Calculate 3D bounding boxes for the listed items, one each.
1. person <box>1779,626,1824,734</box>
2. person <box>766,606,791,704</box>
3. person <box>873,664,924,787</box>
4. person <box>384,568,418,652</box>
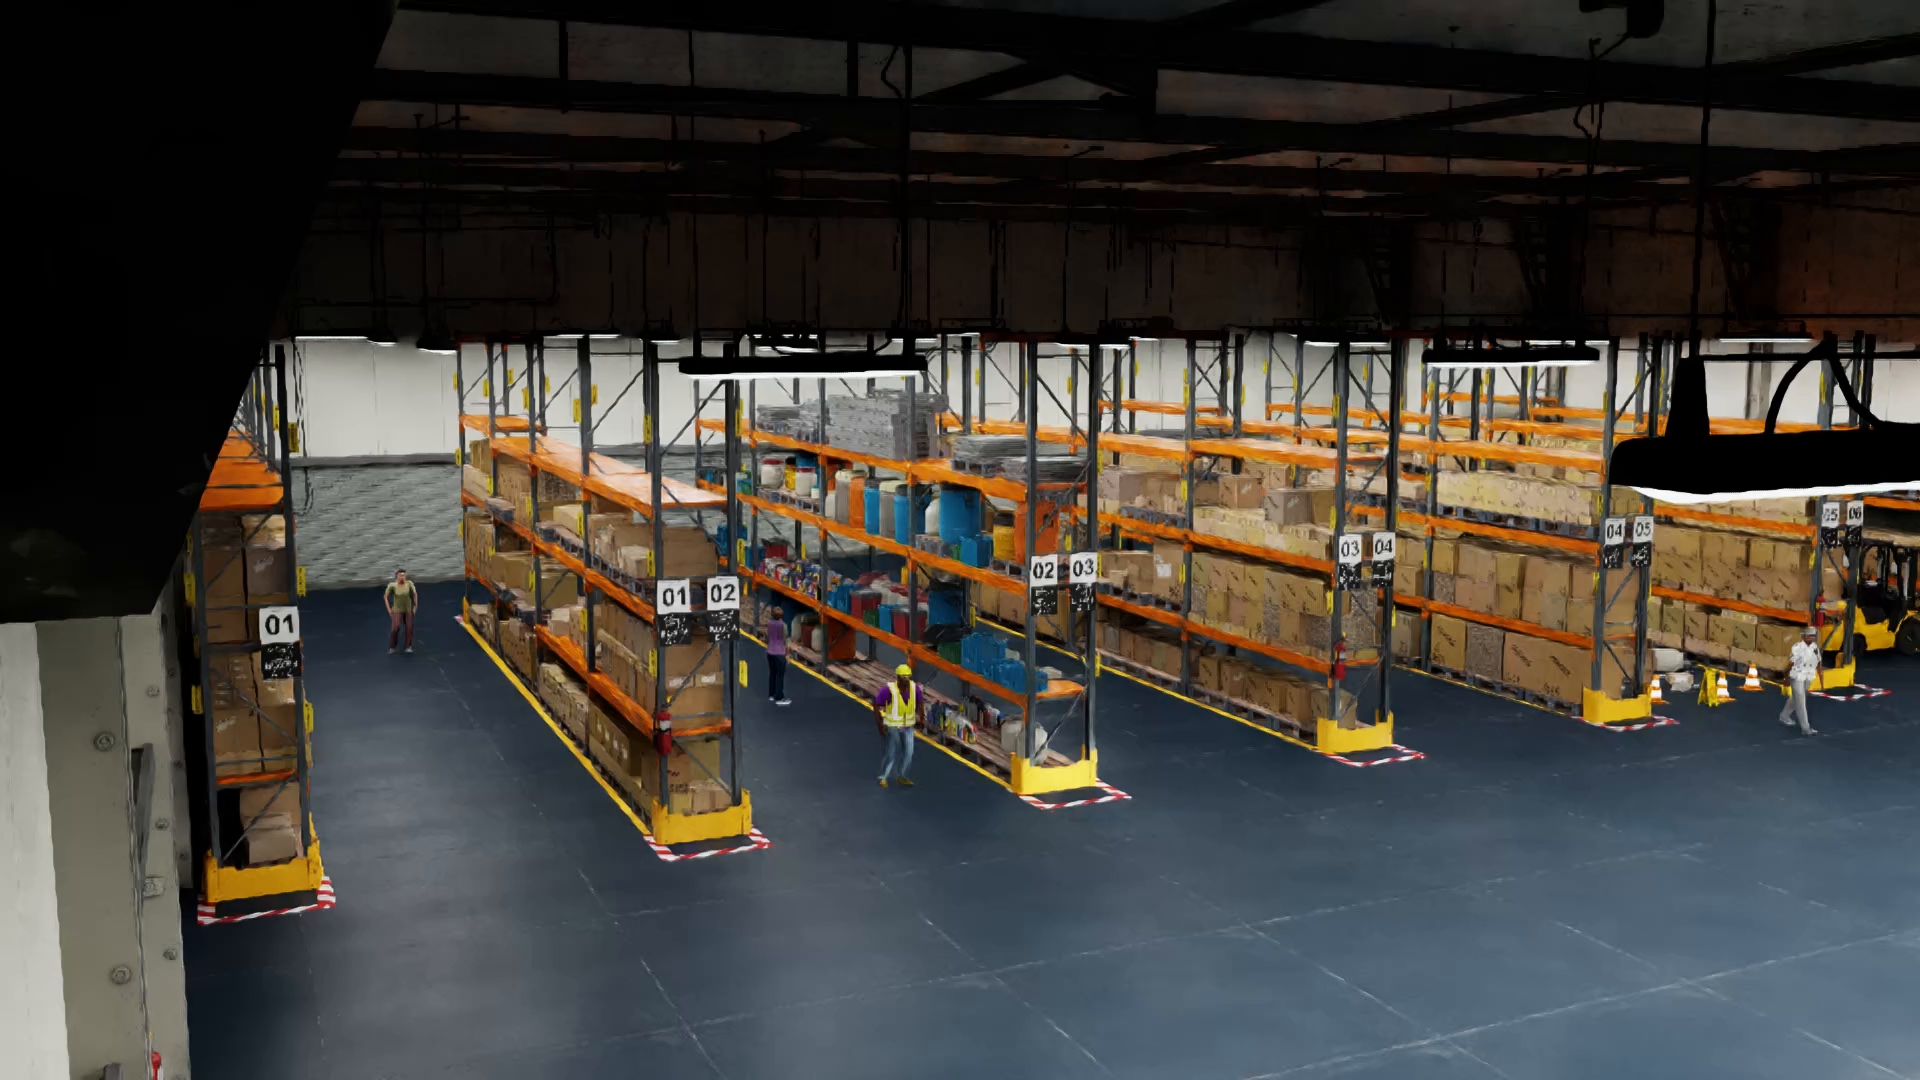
[{"bbox_3d":[12.887,2.101,25.384,0.441,1.618,0.992,-2,8,-15],"label":"person"},{"bbox_3d":[-2.967,1.869,27.208,0.468,1.600,0.406,5,9,34],"label":"person"},{"bbox_3d":[-0.811,2.487,22.355,0.719,1.714,0.578,-4,9,-26],"label":"person"},{"bbox_3d":[-10.518,1.323,31.316,0.598,1.619,0.507,-4,9,-26],"label":"person"}]
